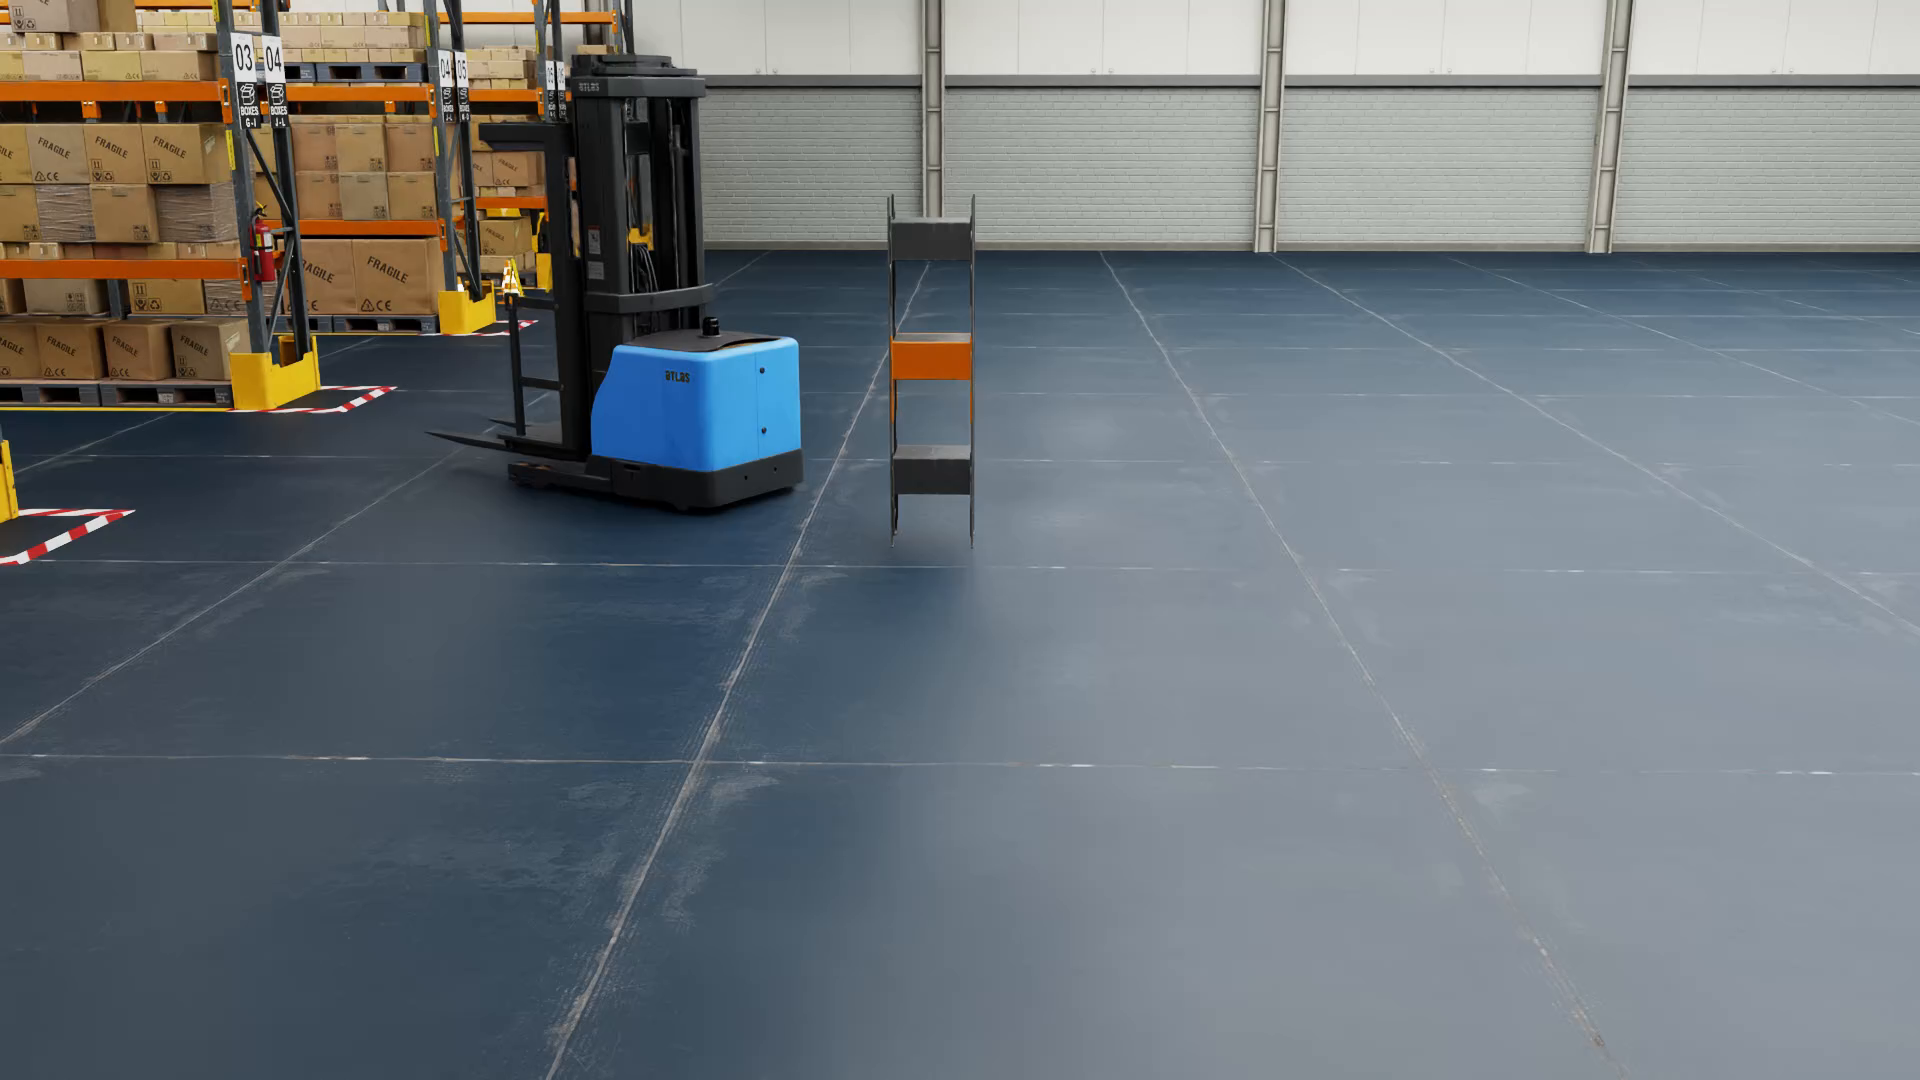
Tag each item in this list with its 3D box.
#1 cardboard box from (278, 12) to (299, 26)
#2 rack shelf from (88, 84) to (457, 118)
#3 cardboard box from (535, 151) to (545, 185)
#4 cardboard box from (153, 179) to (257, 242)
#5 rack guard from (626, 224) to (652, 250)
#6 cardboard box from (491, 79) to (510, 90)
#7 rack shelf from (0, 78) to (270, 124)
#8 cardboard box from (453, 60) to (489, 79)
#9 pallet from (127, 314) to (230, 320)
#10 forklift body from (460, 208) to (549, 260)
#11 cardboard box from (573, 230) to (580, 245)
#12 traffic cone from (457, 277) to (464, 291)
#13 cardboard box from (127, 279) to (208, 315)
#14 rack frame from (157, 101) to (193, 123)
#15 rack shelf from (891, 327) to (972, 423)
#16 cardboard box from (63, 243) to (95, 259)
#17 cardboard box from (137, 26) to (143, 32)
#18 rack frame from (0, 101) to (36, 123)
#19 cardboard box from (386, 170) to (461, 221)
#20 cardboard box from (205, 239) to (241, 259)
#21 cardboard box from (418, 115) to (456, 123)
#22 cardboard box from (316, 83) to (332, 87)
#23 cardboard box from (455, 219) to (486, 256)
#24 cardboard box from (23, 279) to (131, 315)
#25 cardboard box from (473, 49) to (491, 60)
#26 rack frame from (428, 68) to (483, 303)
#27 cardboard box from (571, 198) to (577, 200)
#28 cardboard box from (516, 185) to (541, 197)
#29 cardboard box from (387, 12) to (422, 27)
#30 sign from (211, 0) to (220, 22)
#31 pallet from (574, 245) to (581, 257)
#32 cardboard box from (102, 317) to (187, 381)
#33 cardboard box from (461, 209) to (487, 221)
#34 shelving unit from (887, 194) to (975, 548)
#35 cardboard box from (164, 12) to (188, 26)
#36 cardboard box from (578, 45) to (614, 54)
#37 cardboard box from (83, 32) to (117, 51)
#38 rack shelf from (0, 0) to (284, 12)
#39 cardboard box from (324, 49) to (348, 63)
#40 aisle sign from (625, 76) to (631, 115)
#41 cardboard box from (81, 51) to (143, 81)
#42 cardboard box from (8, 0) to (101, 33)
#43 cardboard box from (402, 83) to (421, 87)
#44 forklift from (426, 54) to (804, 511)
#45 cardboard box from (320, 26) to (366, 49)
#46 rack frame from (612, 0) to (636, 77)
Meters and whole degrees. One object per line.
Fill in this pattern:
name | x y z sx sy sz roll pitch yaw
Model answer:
cardboard box | -7.558 -5.900 18.854 0.250 0.149 0.380 0 15 1
rack shelf | -7.941 -5.126 19.419 4.000 0.370 1.077 0 15 1
cardboard box | -6.382 -5.539 24.677 0.500 0.500 0.500 0 15 1
cardboard box | -6.718 -2.949 14.858 0.500 0.500 0.875 0 15 1
rack guard | -5.769 -5.331 29.564 0.348 0.500 1.175 0 15 1
cardboard box | -6.529 -6.527 23.810 0.250 0.149 0.380 0 15 2
rack shelf | -8.168 -3.862 14.628 4.000 0.370 1.077 0 15 1
cardboard box | -6.937 -6.737 23.825 0.500 0.250 0.500 0 15 1
pallet | -9.182 -2.663 20.021 1.213 0.211 1.003 0 15 1
forklift body | -7.735 -5.676 27.638 1.214 2.155 2.313 0 15 1
cardboard box | -6.768 -5.341 29.271 0.500 0.250 0.500 0 15 1
traffic cone | -6.436 -3.149 21.370 0.334 0.463 0.336 0 15 1
cardboard box | -9.313 -3.190 19.894 0.875 0.875 0.875 1 15 2
rack frame | -13.790 -6.591 29.444 0.127 3.000 1.000 0 15 1
rack shelf | -0.165 -1.003 10.080 0.480 0.518 0.431 0 15 1
cardboard box | -7.709 -2.578 14.724 0.250 0.149 0.380 0 15 1
cardboard box | -9.458 -5.735 19.009 0.500 0.250 0.500 0 15 2
rack frame | -13.913 -5.326 24.646 0.127 3.000 1.000 0 15 1
cardboard box | -6.314 -4.074 19.607 0.550 0.550 0.875 0 15 1
cardboard box | -6.459 -2.574 14.709 0.250 0.149 0.380 0 15 1
cardboard box | -7.450 -5.879 24.004 0.500 0.500 0.700 0 15 1
cardboard box | -9.098 -6.574 23.992 0.250 0.149 0.380 0 15 1
cardboard box | -7.245 -4.451 24.427 0.500 0.500 0.500 1 15 4
cardboard box | -10.563 -3.133 19.921 0.750 0.750 1.050 0 15 1
cardboard box | -6.774 -6.923 23.751 0.250 0.149 0.380 0 15 1
rack frame | -5.941 -4.010 19.661 0.127 3.000 1.000 0 15 1
cardboard box | -6.768 -5.950 29.619 0.500 0.250 0.500 0 15 2
cardboard box | -6.295 -5.100 24.283 0.250 0.149 0.380 1 15 3
cardboard box | -6.287 -5.892 18.823 0.250 0.149 0.380 1 15 2
sign | -6.203 -4.483 13.837 0.005 0.325 0.100 0 15 1
pallet | -6.559 -5.185 29.580 1.213 0.211 1.003 0 15 1
cardboard box | -7.391 -1.744 15.148 0.500 0.500 0.500 4 15 16
cardboard box | -7.092 -4.747 24.279 0.250 0.149 0.380 1 15 3
shelving unit | -0.165 -1.016 10.076 0.503 2.100 0.431 0 15 1
cardboard box | -8.823 -5.909 18.886 0.250 0.149 0.380 0 15 1
cardboard box | -6.242 -8.230 28.560 0.500 0.500 0.500 1 15 3
cardboard box | -7.240 -4.240 14.164 0.250 0.149 0.380 0 15 2
rack shelf | -11.914 -7.672 23.974 4.000 0.370 1.077 0 15 1
cardboard box | -7.044 -5.512 18.944 0.250 0.149 0.380 1 15 2
aisle sign | -5.735 -7.721 28.629 0.004 0.787 0.394 0 15 1
cardboard box | -7.157 -4.065 14.281 0.500 0.250 0.500 0 15 2
cardboard box | -7.725 -4.576 14.166 0.500 0.500 0.500 0 15 1
cardboard box | -7.816 -6.532 23.831 0.250 0.149 0.380 0 15 1
forklift | -2.599 -1.874 11.697 3.031 2.935 1.130 10 18 33
cardboard box | -6.938 -5.719 18.948 0.500 0.250 0.500 0 15 2
rack frame | -5.793 -9.440 28.481 0.127 3.000 1.000 0 15 1
